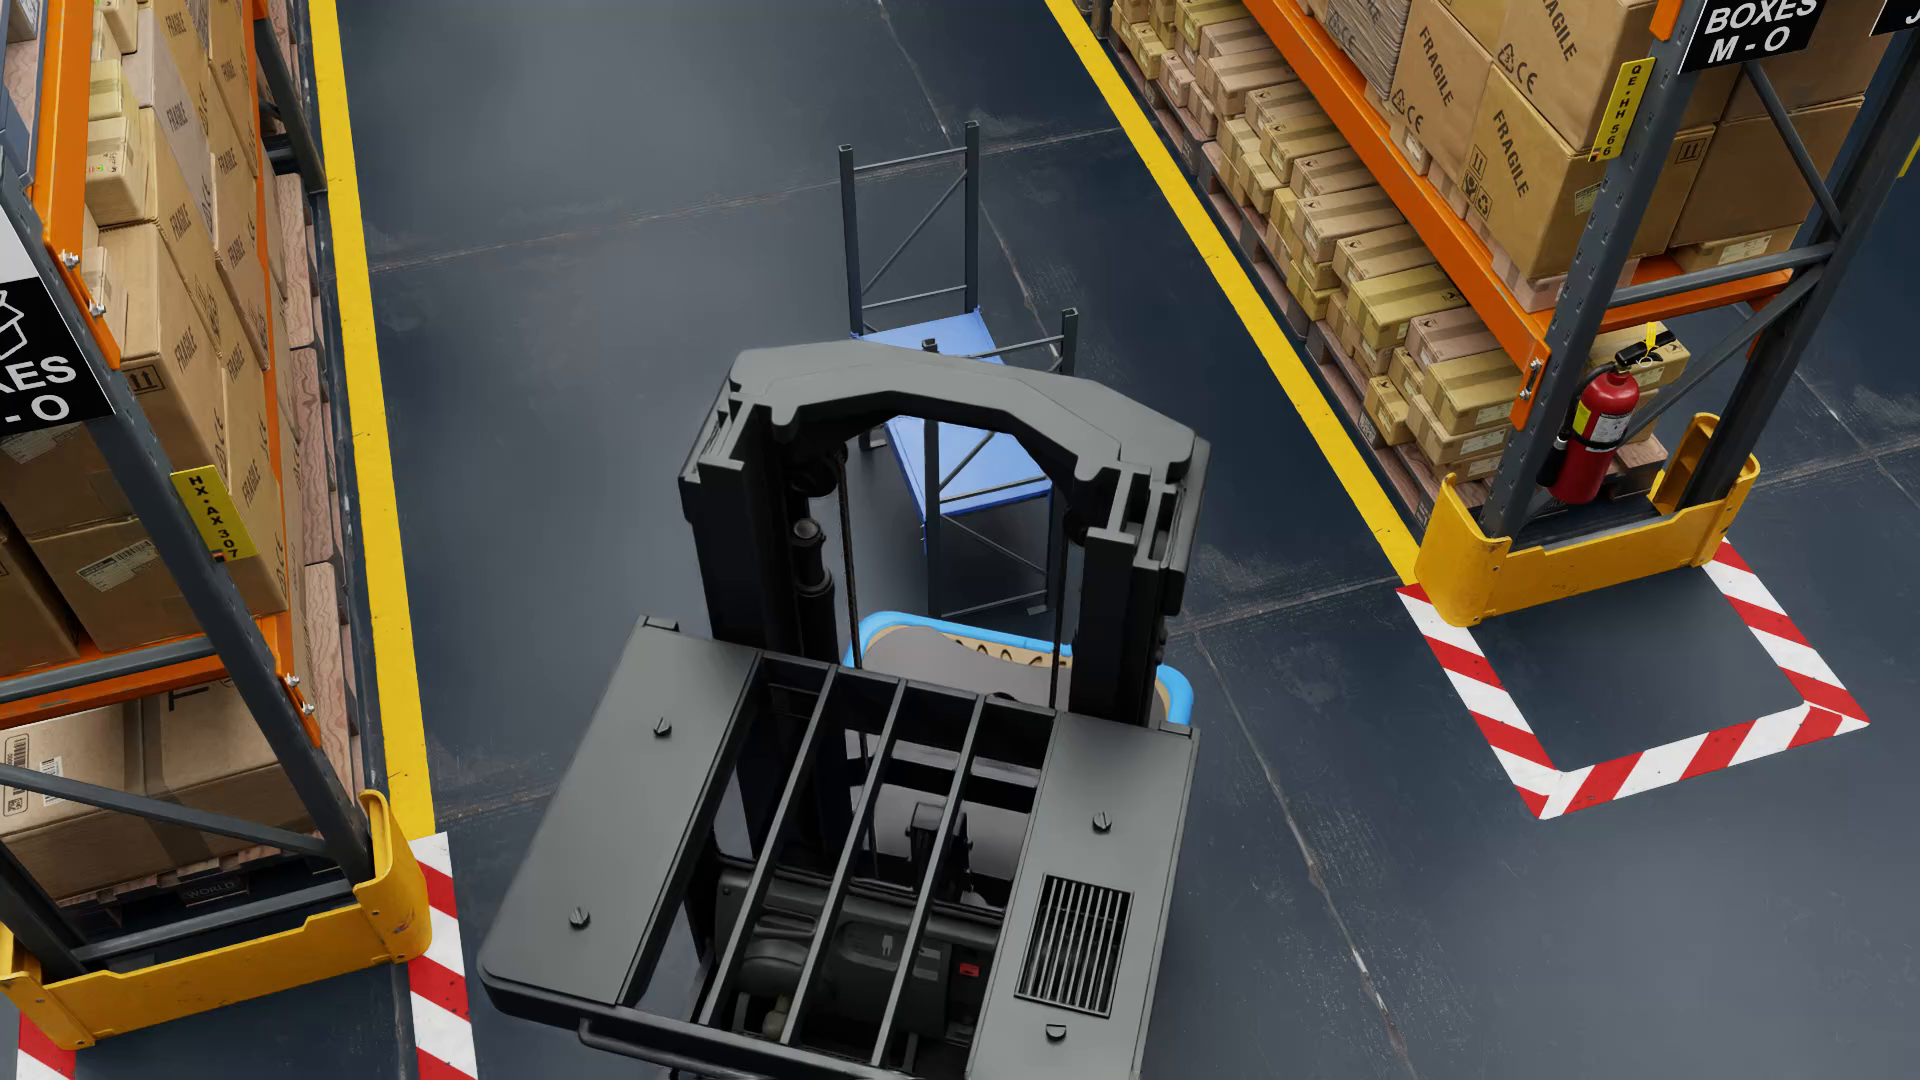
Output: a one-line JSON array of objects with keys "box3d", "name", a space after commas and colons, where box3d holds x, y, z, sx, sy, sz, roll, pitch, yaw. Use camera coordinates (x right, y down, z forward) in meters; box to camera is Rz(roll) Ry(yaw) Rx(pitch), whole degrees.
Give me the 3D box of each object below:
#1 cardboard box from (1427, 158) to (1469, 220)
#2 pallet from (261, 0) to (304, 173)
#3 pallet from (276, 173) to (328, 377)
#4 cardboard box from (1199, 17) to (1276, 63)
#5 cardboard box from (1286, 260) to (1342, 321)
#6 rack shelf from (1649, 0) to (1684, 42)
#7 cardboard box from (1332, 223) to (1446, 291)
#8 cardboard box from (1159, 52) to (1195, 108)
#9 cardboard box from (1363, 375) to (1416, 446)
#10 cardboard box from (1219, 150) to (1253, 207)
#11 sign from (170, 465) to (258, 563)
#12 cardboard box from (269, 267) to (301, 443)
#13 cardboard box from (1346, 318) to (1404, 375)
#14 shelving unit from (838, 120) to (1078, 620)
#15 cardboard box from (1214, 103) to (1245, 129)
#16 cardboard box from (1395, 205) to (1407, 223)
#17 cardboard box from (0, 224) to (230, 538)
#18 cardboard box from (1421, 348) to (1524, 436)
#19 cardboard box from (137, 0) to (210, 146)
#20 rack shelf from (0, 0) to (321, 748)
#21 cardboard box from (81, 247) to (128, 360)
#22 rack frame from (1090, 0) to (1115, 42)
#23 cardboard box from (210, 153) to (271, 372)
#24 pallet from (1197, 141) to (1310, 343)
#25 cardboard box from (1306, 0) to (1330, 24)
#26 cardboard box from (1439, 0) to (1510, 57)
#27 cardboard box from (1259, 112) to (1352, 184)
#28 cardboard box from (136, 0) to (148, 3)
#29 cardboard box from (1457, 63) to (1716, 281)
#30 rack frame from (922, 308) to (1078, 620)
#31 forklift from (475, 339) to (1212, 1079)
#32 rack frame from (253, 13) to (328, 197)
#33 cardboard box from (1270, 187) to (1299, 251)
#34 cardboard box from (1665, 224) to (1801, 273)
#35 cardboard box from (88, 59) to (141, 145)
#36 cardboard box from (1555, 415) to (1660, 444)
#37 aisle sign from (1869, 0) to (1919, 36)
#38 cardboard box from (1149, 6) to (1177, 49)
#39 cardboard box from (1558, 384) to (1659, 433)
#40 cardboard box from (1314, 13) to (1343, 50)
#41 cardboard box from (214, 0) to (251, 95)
[{"box3d": [1.879, -1.289, 5.829, 0.380, 0.149, 0.250, -14, 51, -11], "name": "cardboard box"}, {"box3d": [-3.810, -2.202, 8.258, 1.003, 0.211, 1.213, -13, 51, -11], "name": "pallet"}, {"box3d": [-3.360, -1.083, 7.315, 1.003, 0.211, 1.213, -13, 51, -11], "name": "pallet"}, {"box3d": [1.338, -2.284, 7.704, 0.380, 0.149, 0.250, -15, 51, -12], "name": "cardboard box"}, {"box3d": [1.627, -1.107, 7.101, 0.380, 0.149, 0.250, -15, 52, -13], "name": "cardboard box"}, {"box3d": [1.780, -3.022, 5.634, 1.077, 0.370, 4.000, -13, 51, -11], "name": "rack shelf"}, {"box3d": [1.740, -1.124, 6.726, 0.380, 0.149, 0.250, -15, 52, -12], "name": "cardboard box"}, {"box3d": [1.192, -2.261, 8.074, 0.380, 0.149, 0.250, -14, 51, -11], "name": "cardboard box"}, {"box3d": [1.844, -0.545, 6.627, 0.380, 0.149, 0.250, -12, 51, -10], "name": "cardboard box"}, {"box3d": [1.412, -1.687, 7.590, 0.380, 0.149, 0.250, -15, 51, -12], "name": "cardboard box"}, {"box3d": [-1.795, -0.059, 4.009, 0.100, 0.325, 0.005, -13, 51, -11], "name": "sign"}, {"box3d": [-3.161, -0.728, 6.592, 0.875, 0.438, 0.875, -15, 51, -12], "name": "cardboard box"}, {"box3d": [1.788, -0.839, 6.680, 0.380, 0.149, 0.250, -15, 52, -12], "name": "cardboard box"}, {"box3d": [-0.025, -0.546, 6.019, 0.538, 1.500, 1.048, -13, 51, -11], "name": "shelving unit"}, {"box3d": [1.393, -1.985, 7.646, 0.380, 0.149, 0.250, -11, 51, -9], "name": "cardboard box"}, {"box3d": [2.017, -1.524, 7.258, 0.380, 0.149, 0.250, -11, 51, -9], "name": "cardboard box"}, {"box3d": [-2.197, -0.403, 4.198, 0.500, 0.500, 0.500, -14, 51, -12], "name": "cardboard box"}, {"box3d": [1.973, -0.564, 6.254, 0.380, 0.149, 0.250, -13, 51, -11], "name": "cardboard box"}, {"box3d": [-2.664, -1.517, 5.137, 0.500, 0.500, 0.500, -13, 51, -11], "name": "cardboard box"}, {"box3d": [-2.918, -0.862, 5.775, 1.077, 0.370, 4.000, -13, 51, -11], "name": "rack shelf"}, {"box3d": [-2.167, -0.519, 3.871, 0.380, 0.149, 0.250, -12, 51, -10], "name": "cardboard box"}, {"box3d": [1.189, -3.748, 7.737, 1.000, 3.000, 0.127, -13, 51, -11], "name": "rack frame"}, {"box3d": [-2.504, -0.820, 5.203, 0.500, 0.500, 0.500, -14, 51, -11], "name": "cardboard box"}, {"box3d": [1.786, -1.474, 7.644, 1.003, 0.211, 1.213, -13, 51, -11], "name": "pallet"}, {"box3d": [1.549, -2.336, 6.287, 0.500, 0.500, 0.500, -11, 51, -9], "name": "cardboard box"}, {"box3d": [1.849, -1.925, 5.286, 0.500, 0.500, 0.500, -15, 51, -12], "name": "cardboard box"}, {"box3d": [1.531, -1.710, 7.220, 0.380, 0.149, 0.250, -13, 51, -11], "name": "cardboard box"}, {"box3d": [-2.586, -1.661, 4.834, 0.380, 0.149, 0.250, -14, 51, -12], "name": "cardboard box"}, {"box3d": [1.993, -1.224, 5.350, 0.500, 0.500, 0.500, -12, 51, -10], "name": "cardboard box"}, {"box3d": [0.125, -0.174, 5.706, 0.500, 1.500, 0.032, -13, 51, -11], "name": "rack frame"}, {"box3d": [-0.162, 1.129, 3.671, 1.130, 2.935, 3.031, 11, 51, 9], "name": "forklift"}, {"box3d": [-3.510, -2.555, 6.731, 1.000, 3.000, 0.127, -13, 51, -11], "name": "rack frame"}, {"box3d": [1.564, -1.405, 7.158, 0.380, 0.149, 0.250, -11, 51, -9], "name": "cardboard box"}, {"box3d": [2.589, -1.056, 5.632, 0.380, 0.149, 0.250, -14, 51, -11], "name": "cardboard box"}, {"box3d": [-2.375, -1.098, 4.360, 0.380, 0.149, 0.250, -15, 51, -12], "name": "cardboard box"}, {"box3d": [2.523, -0.498, 6.587, 0.380, 0.149, 0.250, -12, 51, -10], "name": "cardboard box"}, {"box3d": [2.680, -1.679, 4.293, 0.394, 0.787, 0.004, -13, 51, -11], "name": "aisle sign"}, {"box3d": [1.151, -2.558, 8.130, 0.380, 0.149, 0.250, -13, 51, -11], "name": "cardboard box"}, {"box3d": [2.462, -0.579, 6.462, 0.380, 0.149, 0.250, -11, 51, -9], "name": "cardboard box"}, {"box3d": [1.615, -2.070, 6.487, 0.380, 0.149, 0.250, -13, 51, -10], "name": "cardboard box"}, {"box3d": [-2.971, -1.931, 6.141, 0.500, 0.500, 0.500, -14, 51, -12], "name": "cardboard box"}]
